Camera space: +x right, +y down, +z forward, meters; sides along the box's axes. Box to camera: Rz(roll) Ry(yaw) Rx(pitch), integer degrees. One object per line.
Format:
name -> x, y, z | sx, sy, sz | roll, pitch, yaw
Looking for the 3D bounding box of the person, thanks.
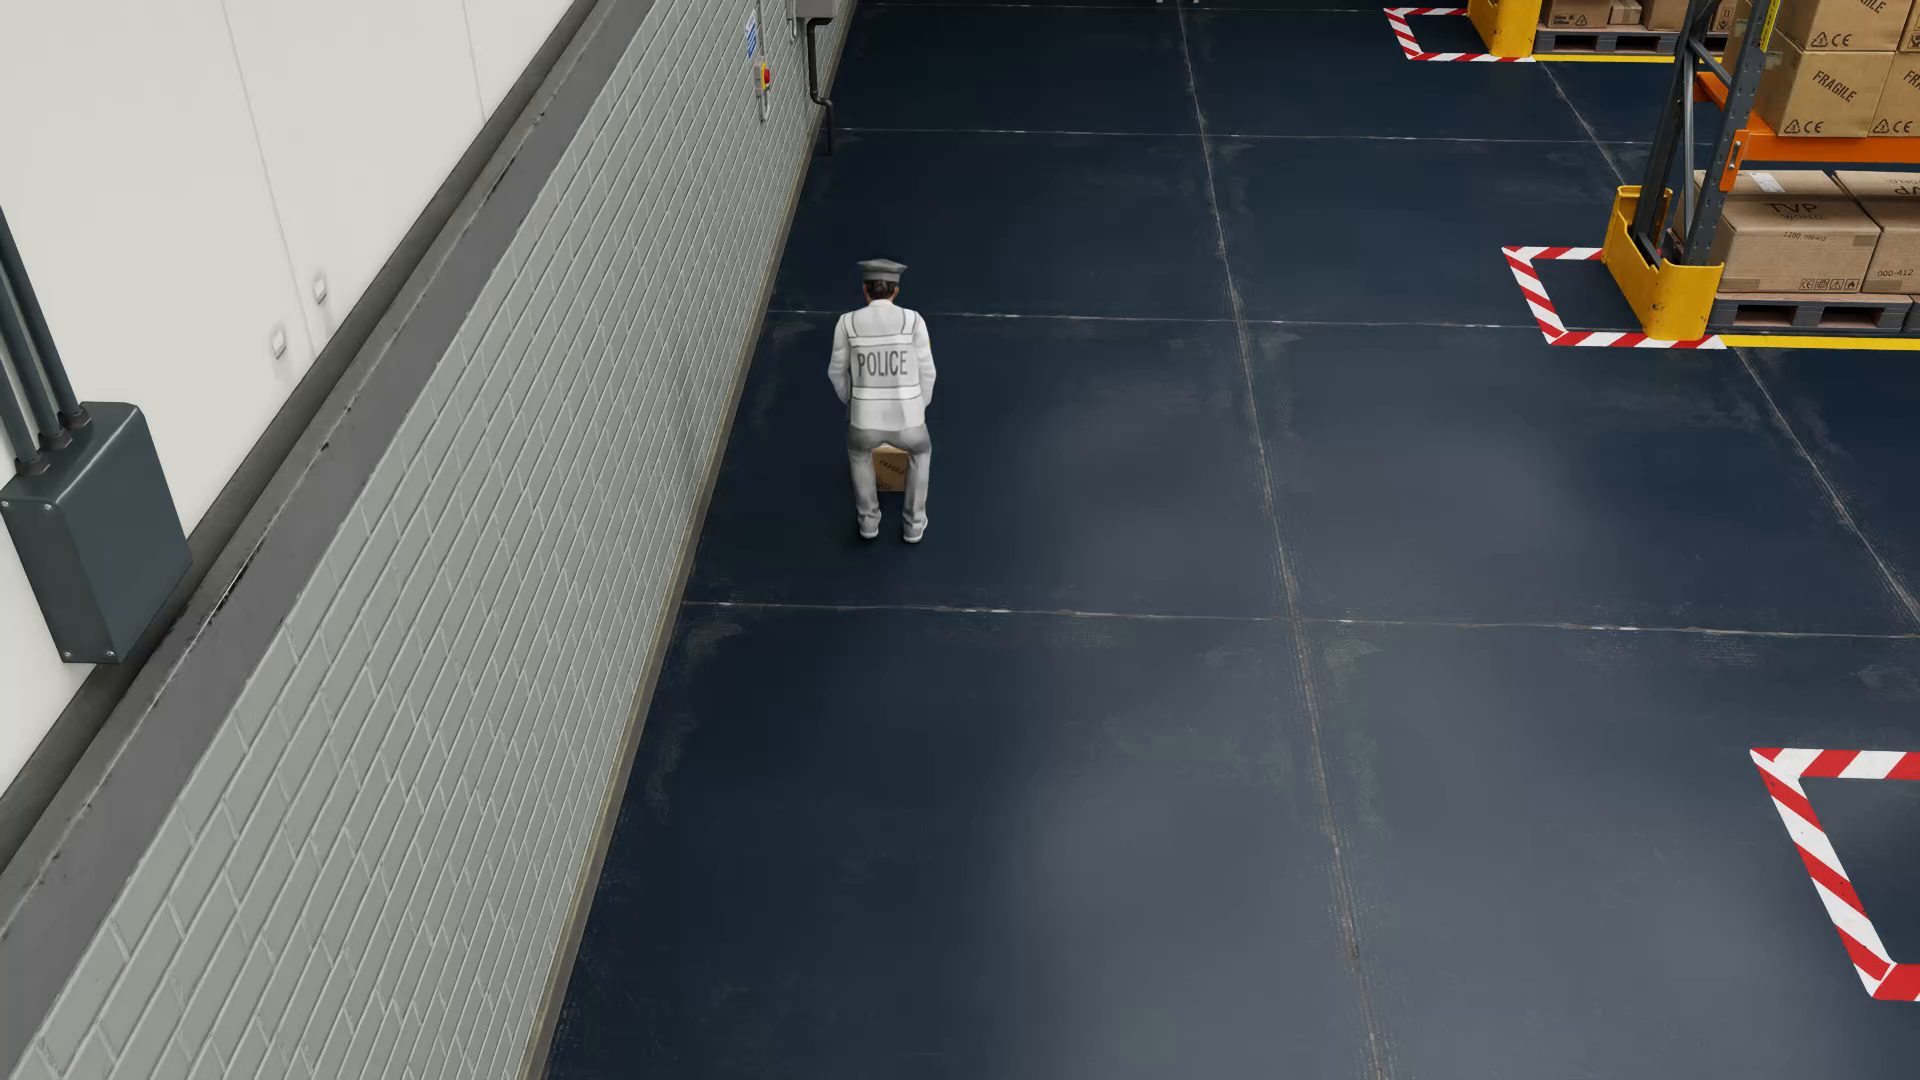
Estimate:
person -> -0.386, -0.666, 8.243 | 0.534, 1.429, 0.674 | 2, 36, 2
